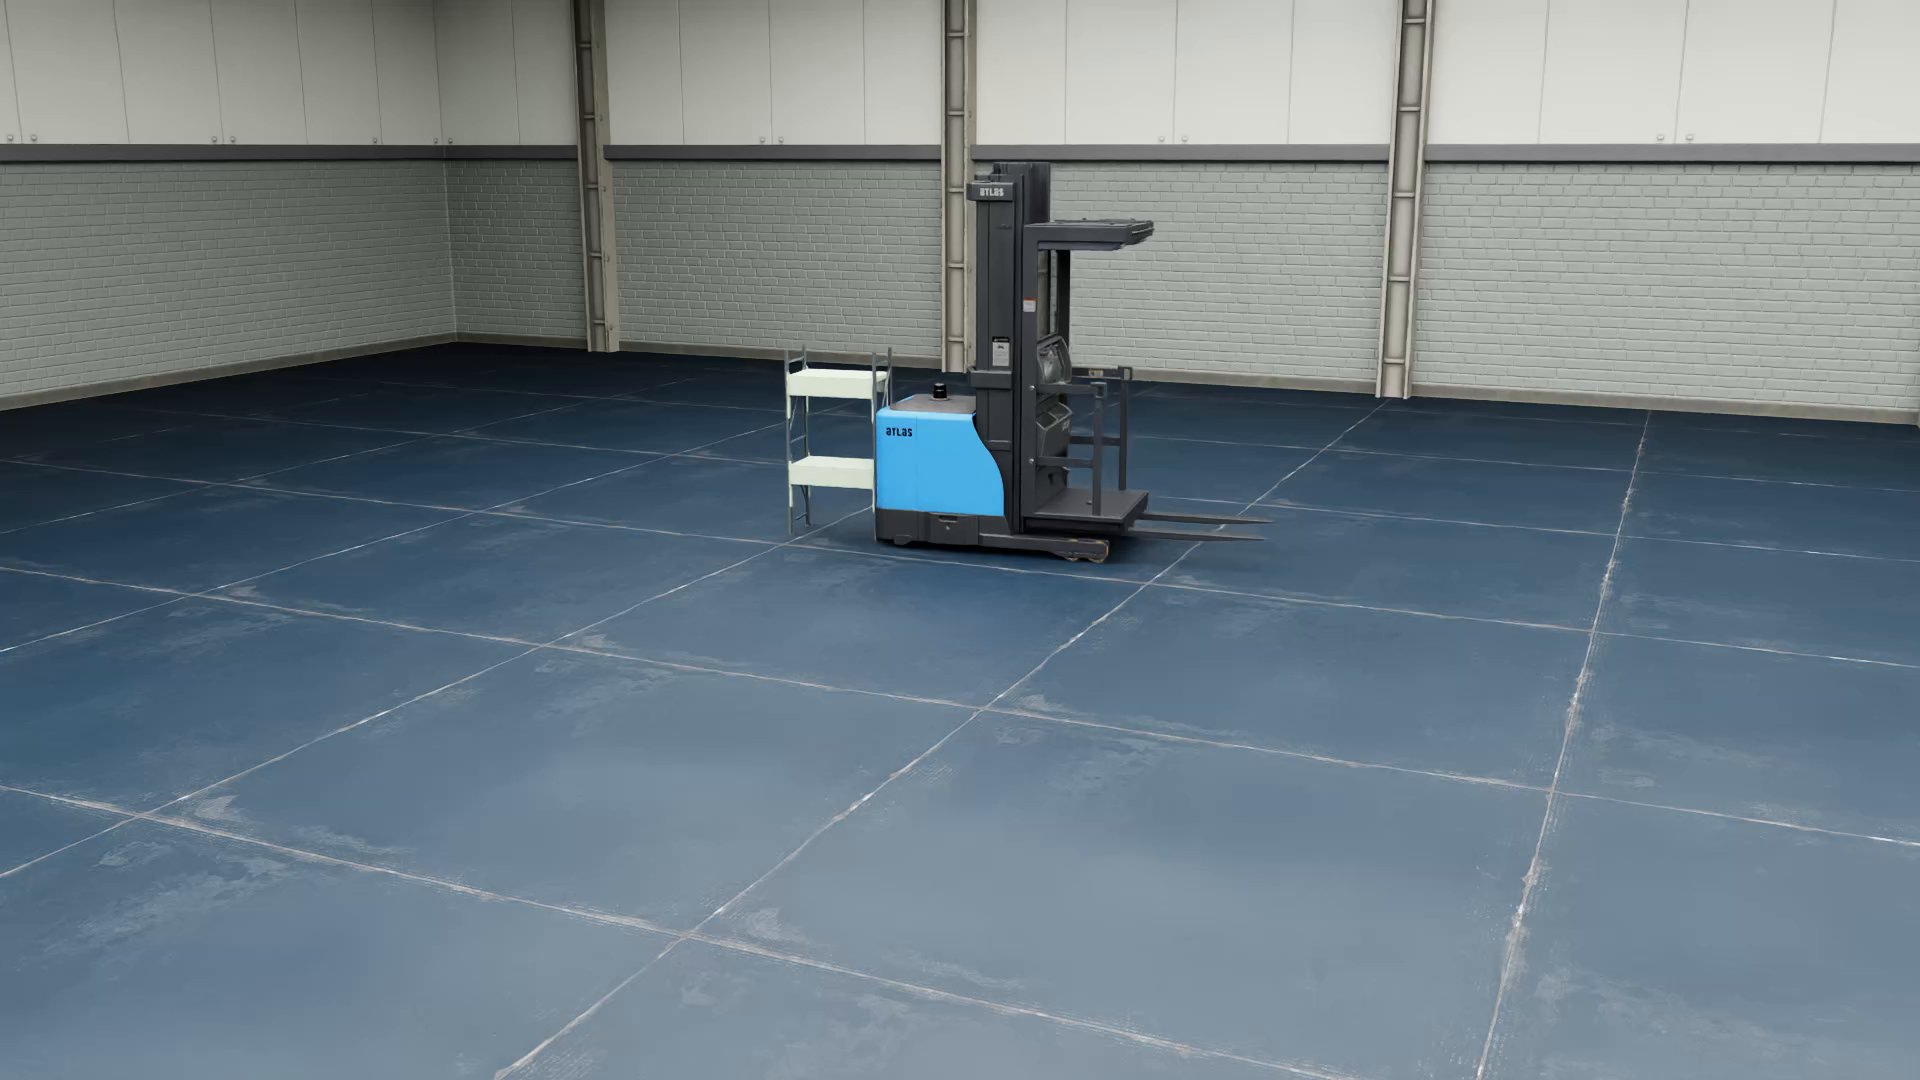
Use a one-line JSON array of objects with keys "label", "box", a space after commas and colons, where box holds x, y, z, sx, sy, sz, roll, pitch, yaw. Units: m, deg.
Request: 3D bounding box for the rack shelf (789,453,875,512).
[{"label": "rack shelf", "box": [-0.963, -0.468, 13.394, 0.720, 0.370, 0.431, 4, 14, 16]}]

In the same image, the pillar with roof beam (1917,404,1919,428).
[{"label": "pillar with roof beam", "box": [9.211, -4.740, 13.755, 0.400, 9.000, 9.100, 6, 14, 23]}]

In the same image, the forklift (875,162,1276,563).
[{"label": "forklift", "box": [0.911, -1.389, 12.758, 3.031, 2.935, 1.130, 4, 14, 16]}]

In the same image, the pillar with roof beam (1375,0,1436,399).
[{"label": "pillar with roof beam", "box": [3.725, -5.295, 16.121, 0.400, 9.000, 9.100, 6, 14, 23]}]

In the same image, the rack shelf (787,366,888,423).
[{"label": "rack shelf", "box": [-0.963, -1.166, 13.231, 0.720, 0.370, 0.431, 4, 14, 16]}]

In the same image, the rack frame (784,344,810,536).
[{"label": "rack frame", "box": [-1.313, -0.810, 13.423, 0.023, 1.500, 0.400, 4, 14, 16]}]

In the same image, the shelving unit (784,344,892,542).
[{"label": "shelving unit", "box": [-0.963, -0.786, 13.320, 0.755, 1.500, 0.431, 4, 14, 16]}]

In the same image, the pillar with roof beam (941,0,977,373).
[{"label": "pillar with roof beam", "box": [-1.761, -5.850, 18.487, 0.400, 9.000, 9.100, 6, 14, 23]}]

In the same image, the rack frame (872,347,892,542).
[{"label": "rack frame", "box": [-0.612, -0.761, 13.217, 0.023, 1.500, 0.400, 4, 14, 16]}]

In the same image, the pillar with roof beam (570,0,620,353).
[{"label": "pillar with roof beam", "box": [-7.246, -6.405, 20.853, 0.400, 9.000, 9.100, 6, 14, 23]}]
